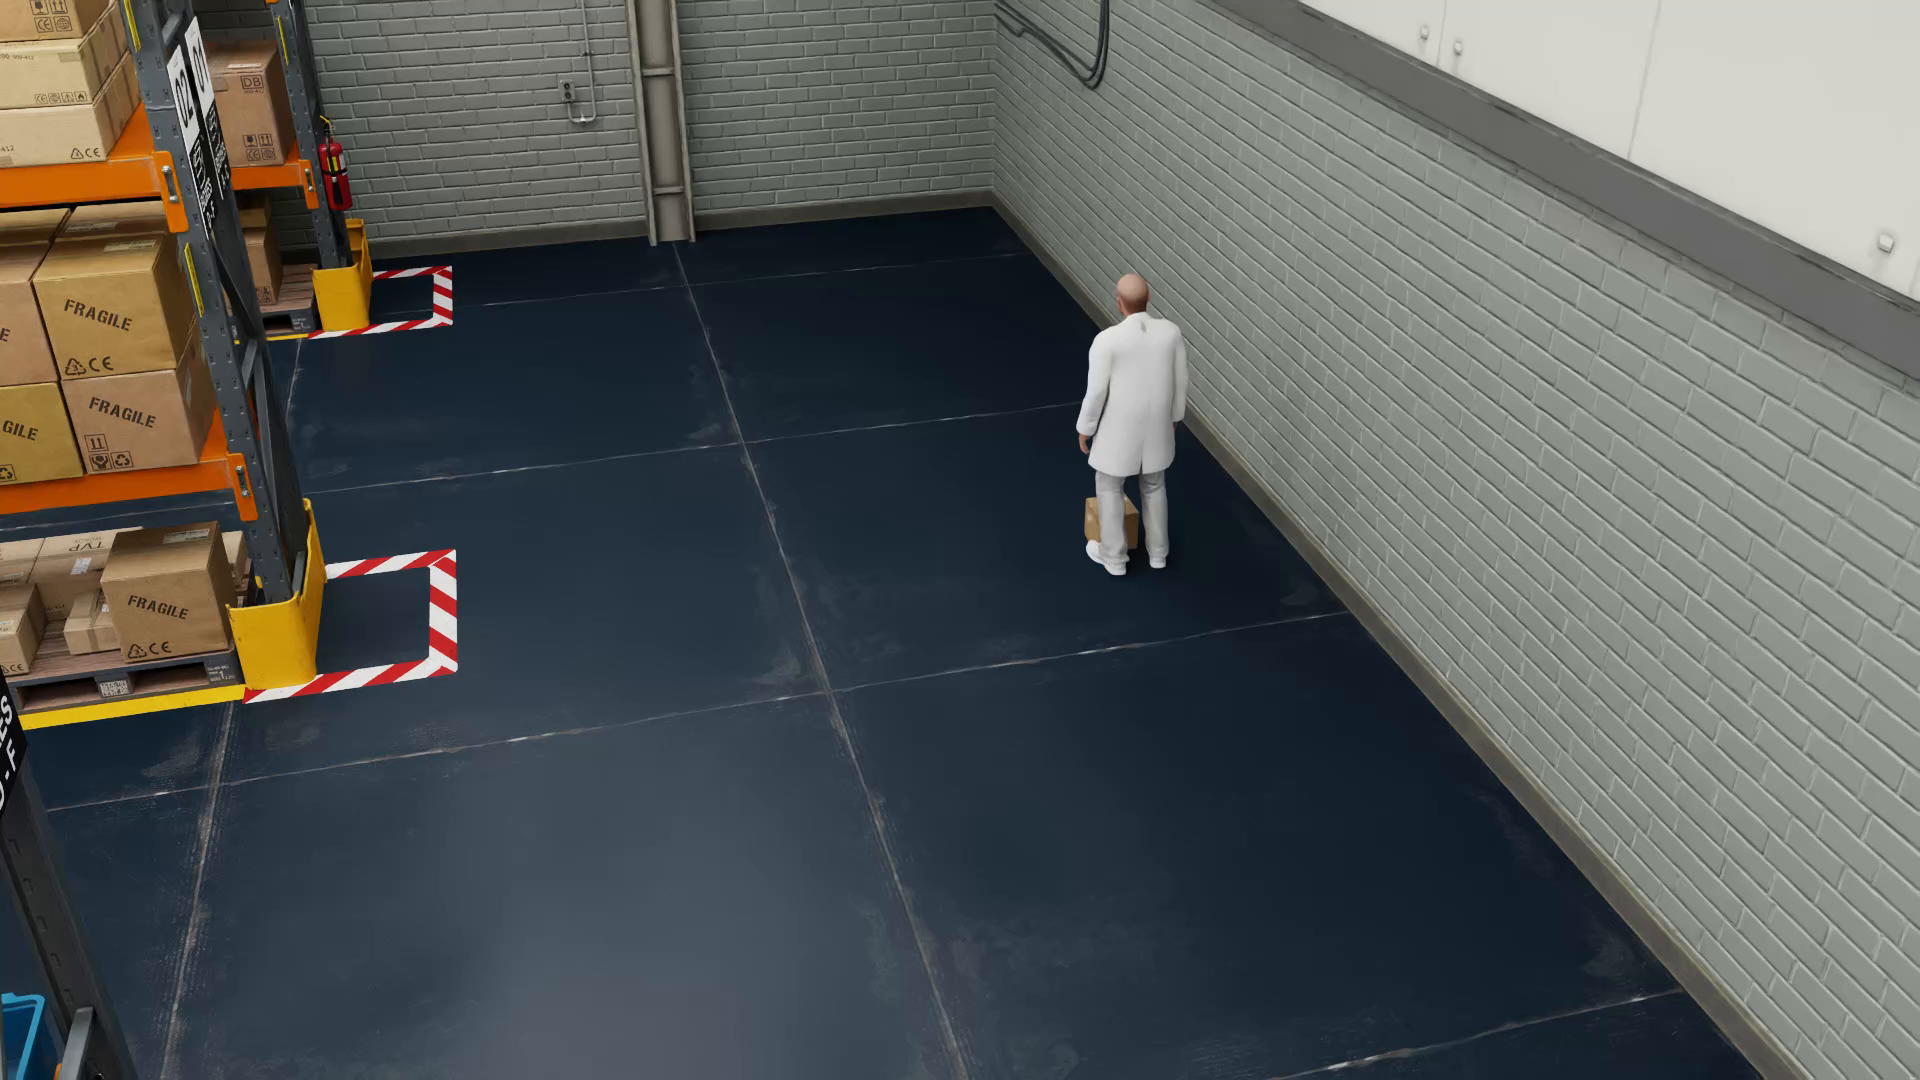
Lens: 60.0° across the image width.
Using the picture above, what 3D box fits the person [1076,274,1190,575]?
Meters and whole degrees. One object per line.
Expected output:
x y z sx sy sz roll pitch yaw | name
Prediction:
0.965 -0.645 9.383 0.655 1.775 0.407 -9 31 -16 | person
